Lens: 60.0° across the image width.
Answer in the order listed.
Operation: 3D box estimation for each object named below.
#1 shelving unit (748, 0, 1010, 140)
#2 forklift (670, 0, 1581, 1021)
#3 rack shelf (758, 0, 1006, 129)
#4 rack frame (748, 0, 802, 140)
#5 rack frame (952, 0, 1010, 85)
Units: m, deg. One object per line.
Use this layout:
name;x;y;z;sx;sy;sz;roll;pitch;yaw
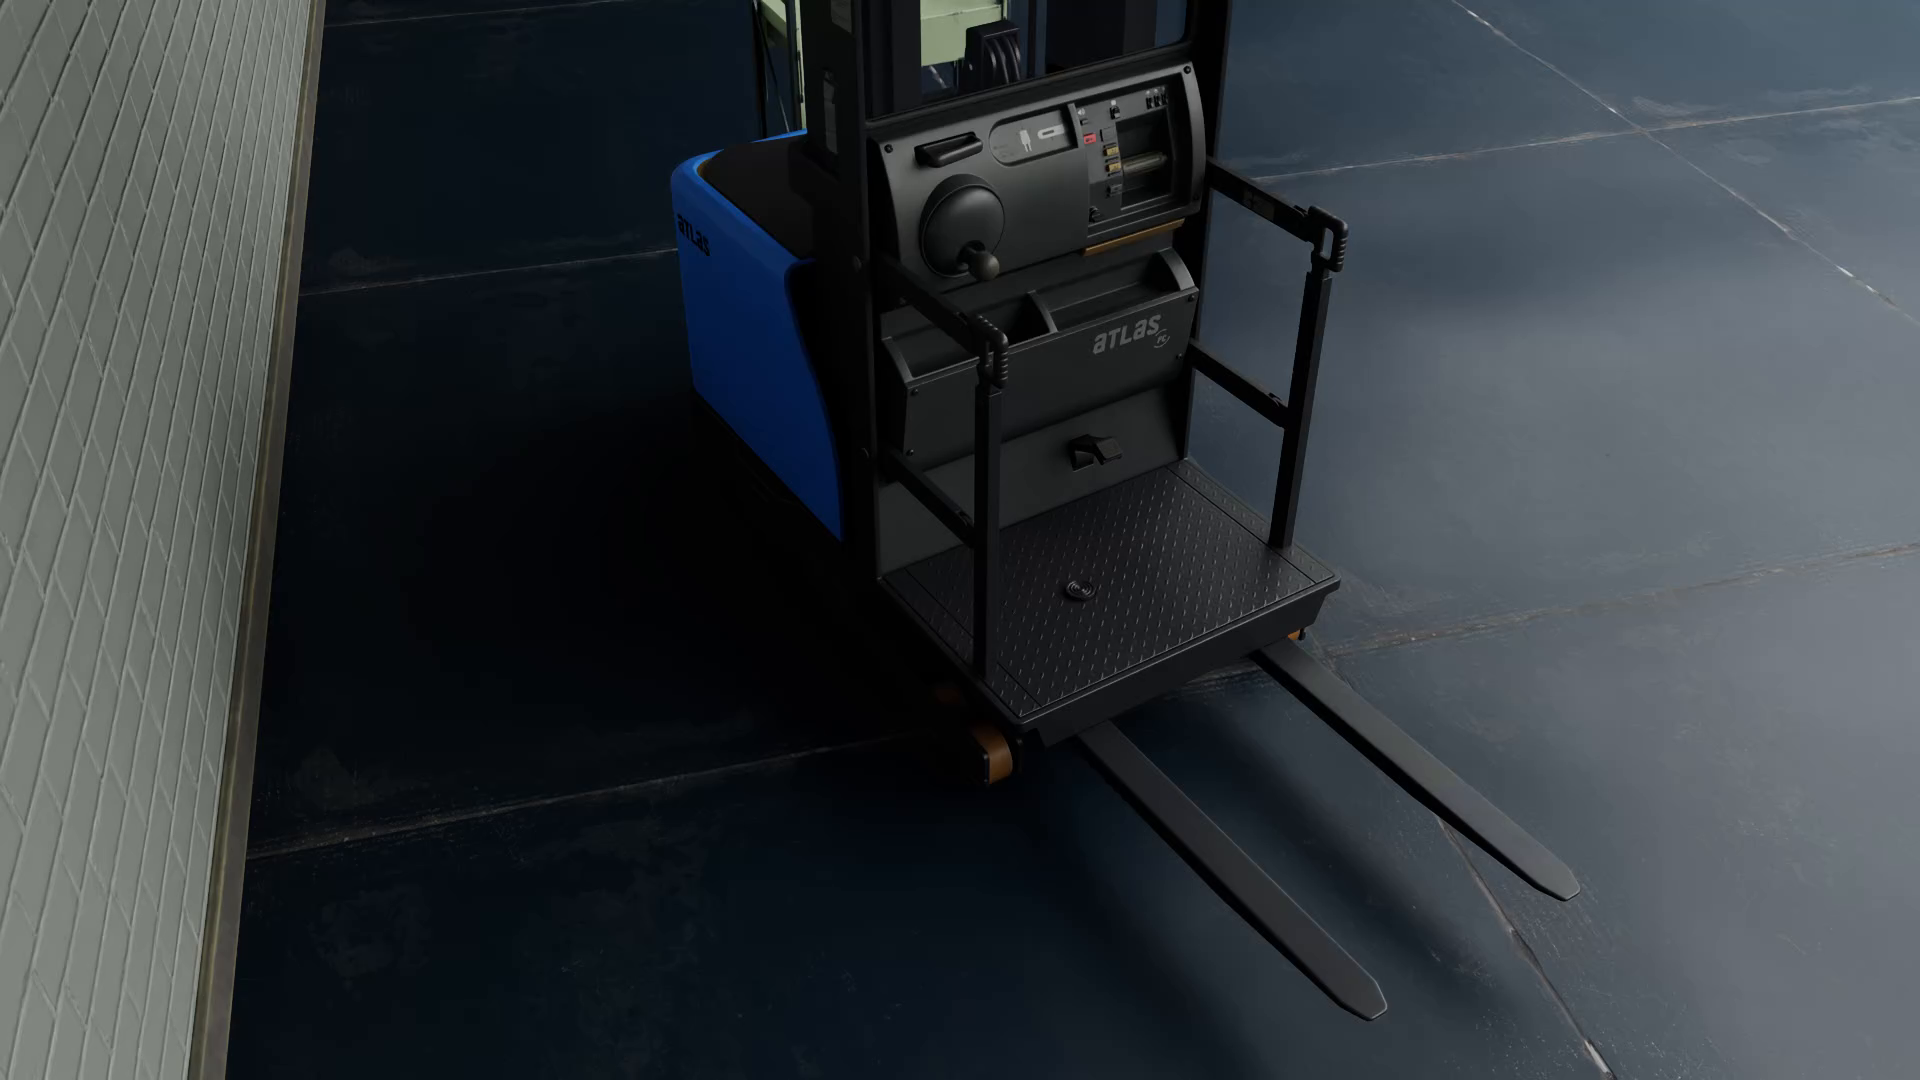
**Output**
shelving unit;-0.264;-1.314;5.732;0.755;1.500;0.431;-16;40;-20
forklift;0.336;-0.846;3.943;1.130;2.935;3.031;-21;42;-25
rack shelf;-0.264;-1.625;5.496;0.720;0.370;0.431;-16;40;-20
rack frame;-0.595;-1.220;5.609;0.023;1.500;0.400;-16;40;-20
rack frame;0.068;-1.408;5.855;0.023;1.500;0.400;-16;40;-20
